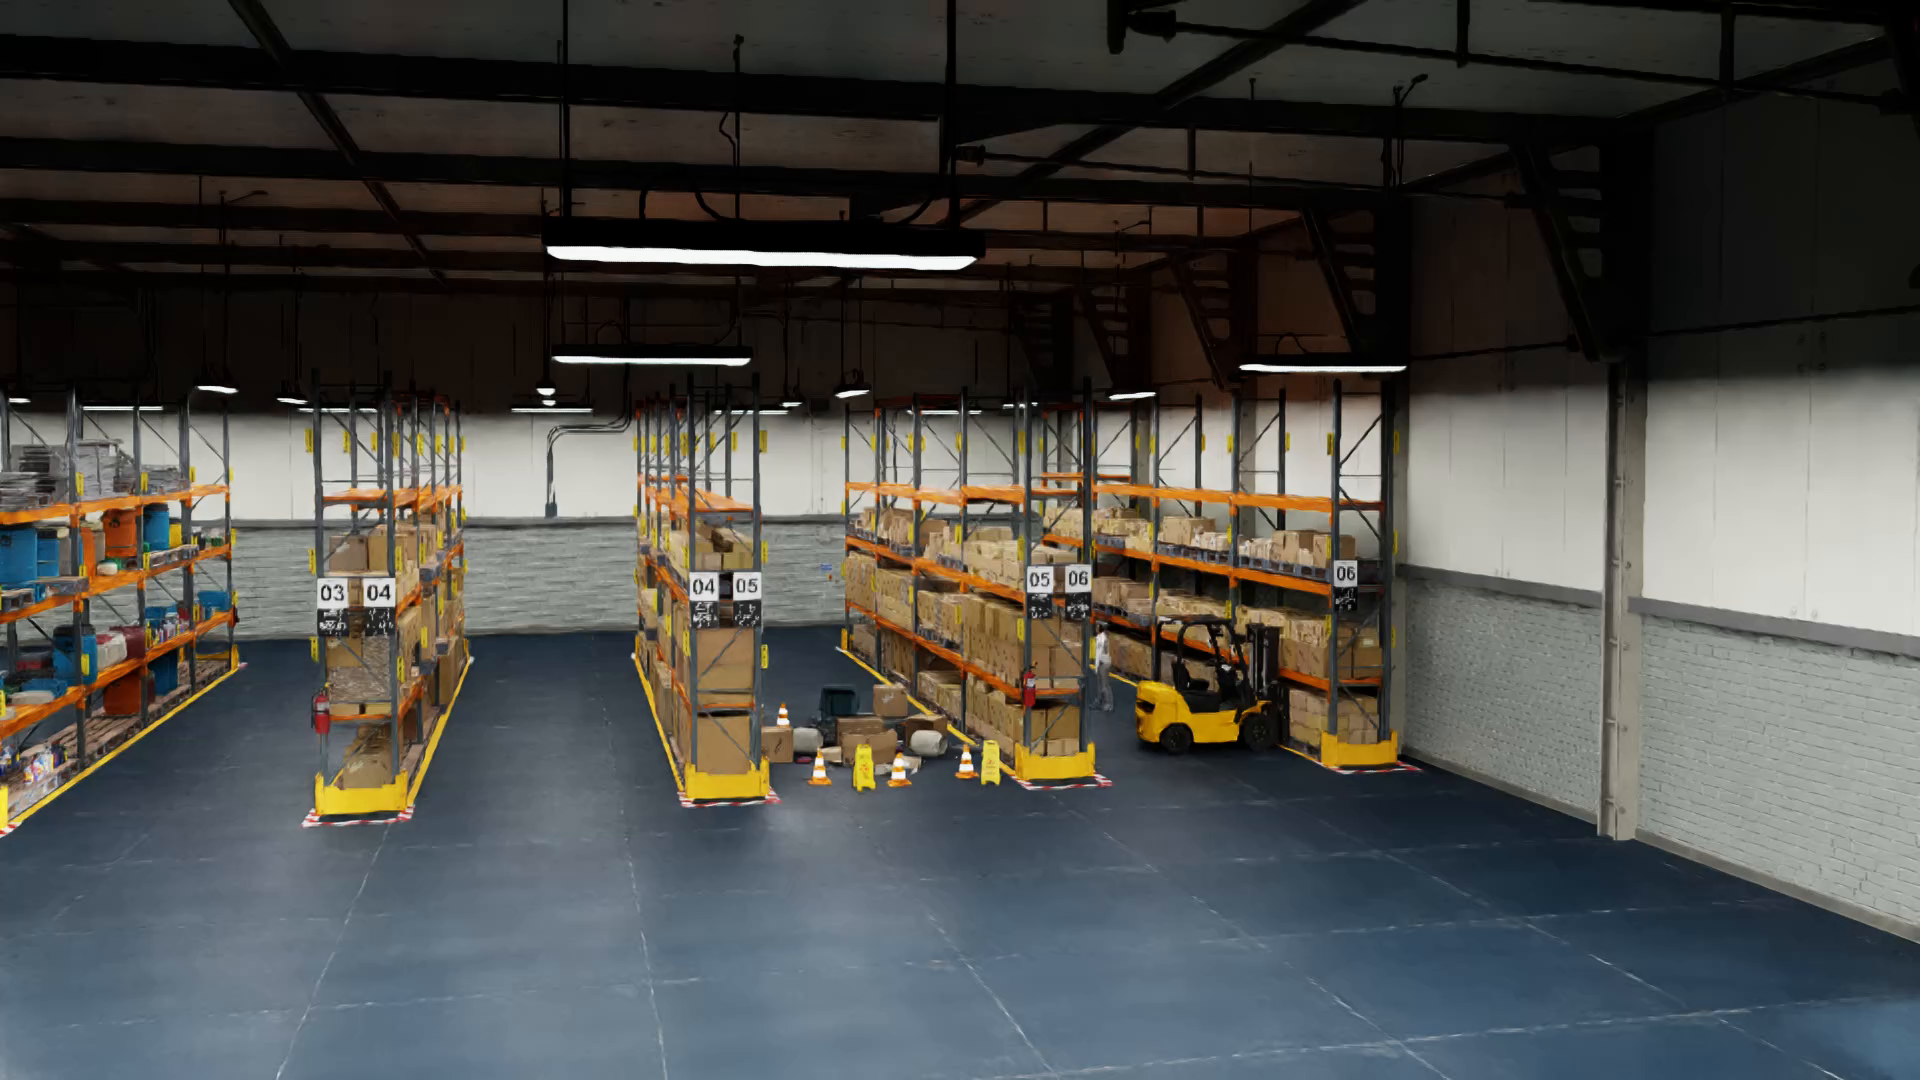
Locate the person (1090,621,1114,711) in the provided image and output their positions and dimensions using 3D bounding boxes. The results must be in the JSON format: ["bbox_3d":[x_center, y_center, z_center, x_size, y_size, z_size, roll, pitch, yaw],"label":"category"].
[{"bbox_3d":[2.642,2.352,31.236,0.538,1.665,0.572,1,3,15],"label":"person"}]

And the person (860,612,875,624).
[{"bbox_3d":[-2.362,1.716,42.623,0.511,1.656,0.594,3,4,42],"label":"person"}]

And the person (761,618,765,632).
[{"bbox_3d":[-5.503,1.639,43.954,0.687,1.658,0.487,-3,4,-42],"label":"person"}]
